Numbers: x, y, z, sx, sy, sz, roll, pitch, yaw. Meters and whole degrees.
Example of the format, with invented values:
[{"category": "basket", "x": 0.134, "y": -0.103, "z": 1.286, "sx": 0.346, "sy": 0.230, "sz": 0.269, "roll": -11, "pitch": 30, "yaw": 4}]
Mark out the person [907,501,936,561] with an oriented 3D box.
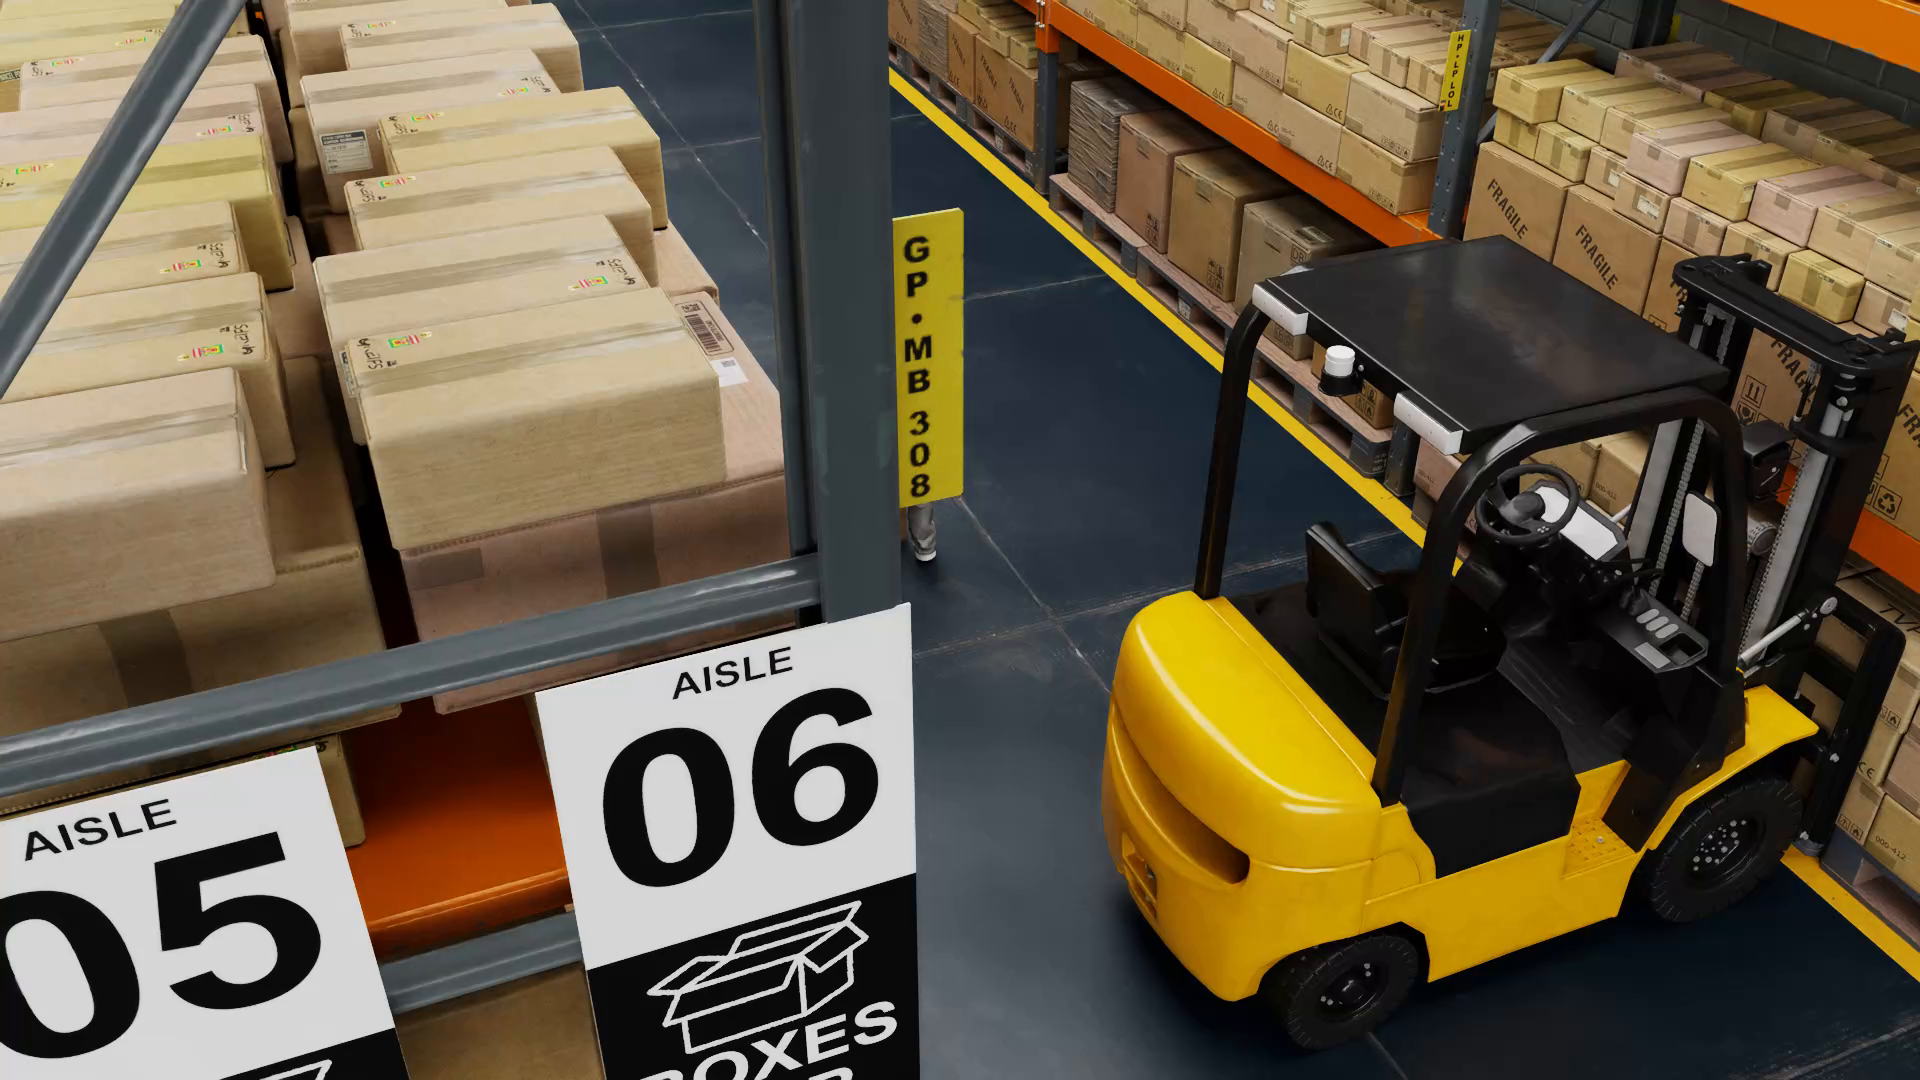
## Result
[{"category": "person", "x": -0.315, "y": -0.582, "z": 7.015, "sx": 0.477, "sy": 1.593, "sz": 0.367, "roll": -14, "pitch": 36, "yaw": -20}]
